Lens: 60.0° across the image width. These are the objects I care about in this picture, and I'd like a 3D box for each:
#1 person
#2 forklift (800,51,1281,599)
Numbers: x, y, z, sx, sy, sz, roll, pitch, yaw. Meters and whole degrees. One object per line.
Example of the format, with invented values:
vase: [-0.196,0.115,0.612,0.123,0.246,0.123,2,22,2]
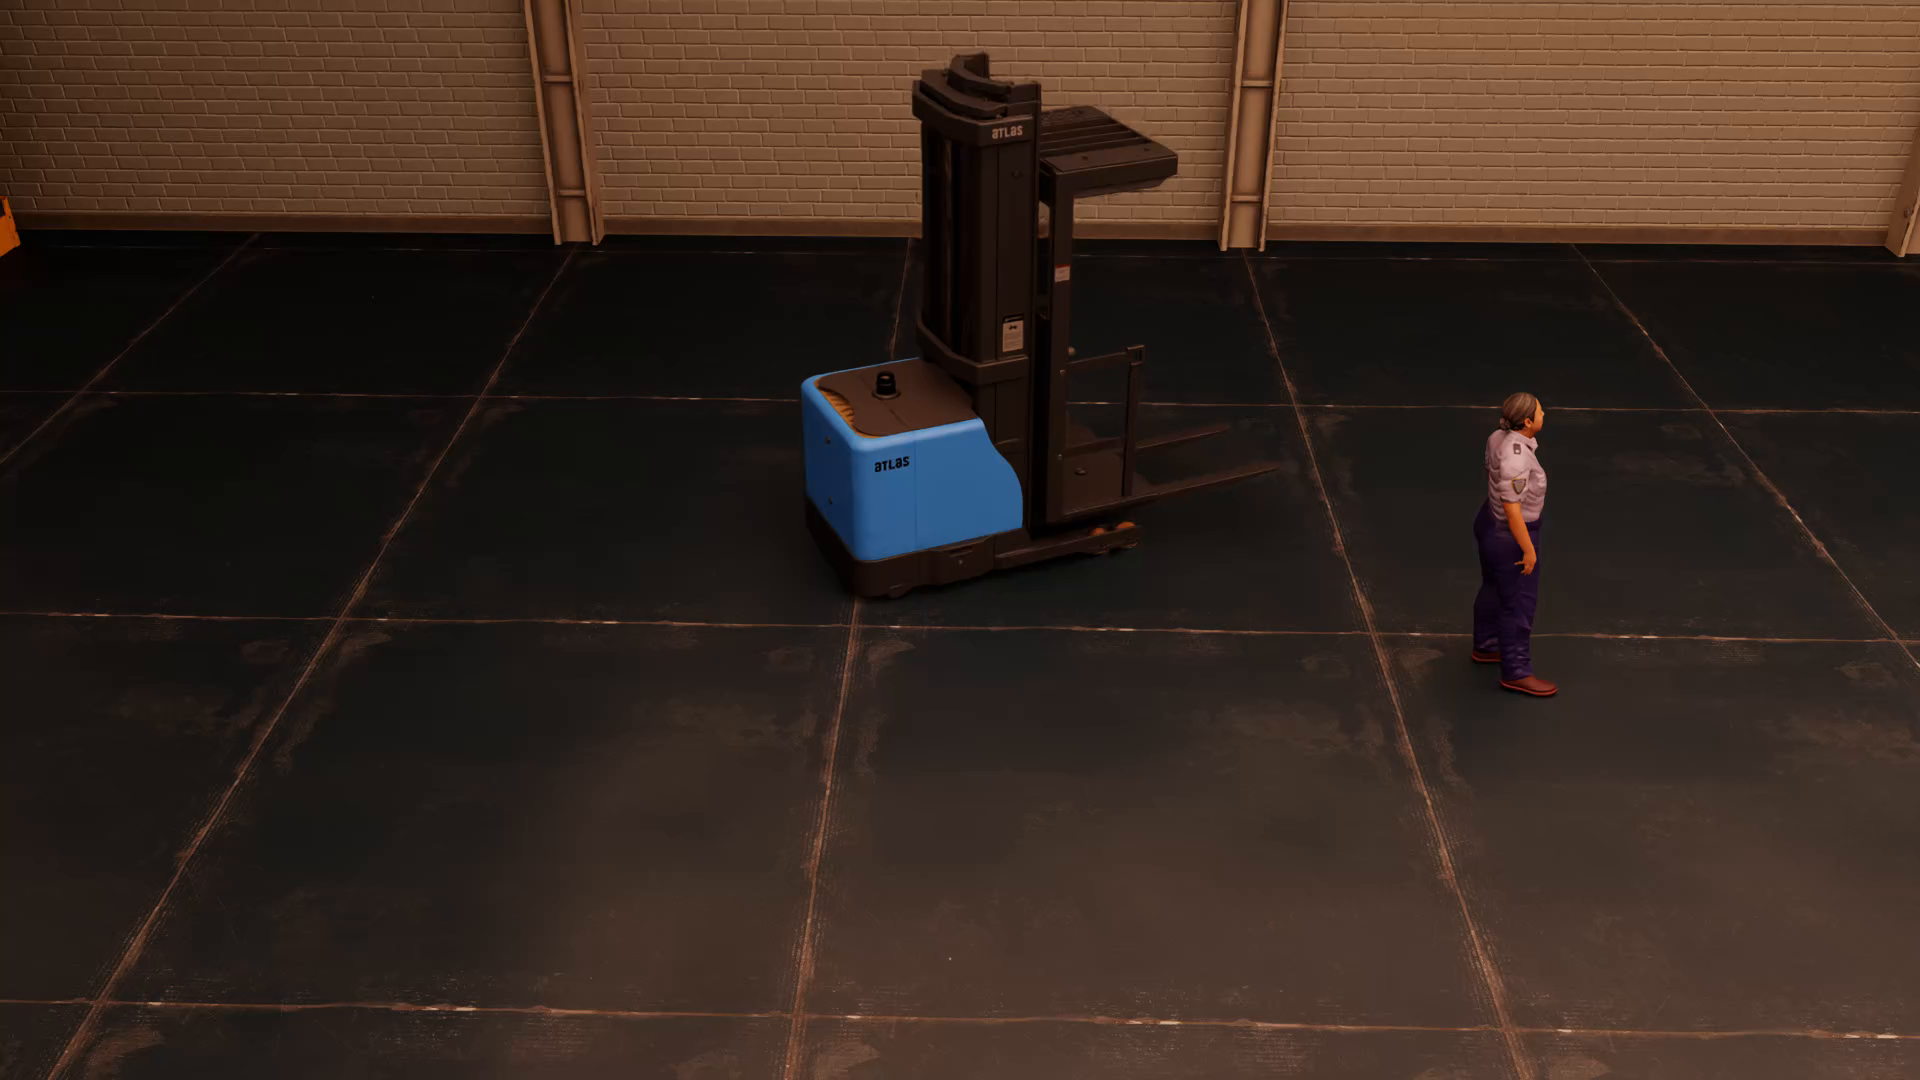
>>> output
person: [3.021,-0.004,8.884,0.502,1.638,0.596,2,31,3]
forklift: [0.585,-1.401,9.990,3.031,2.935,1.130,-13,33,-20]
